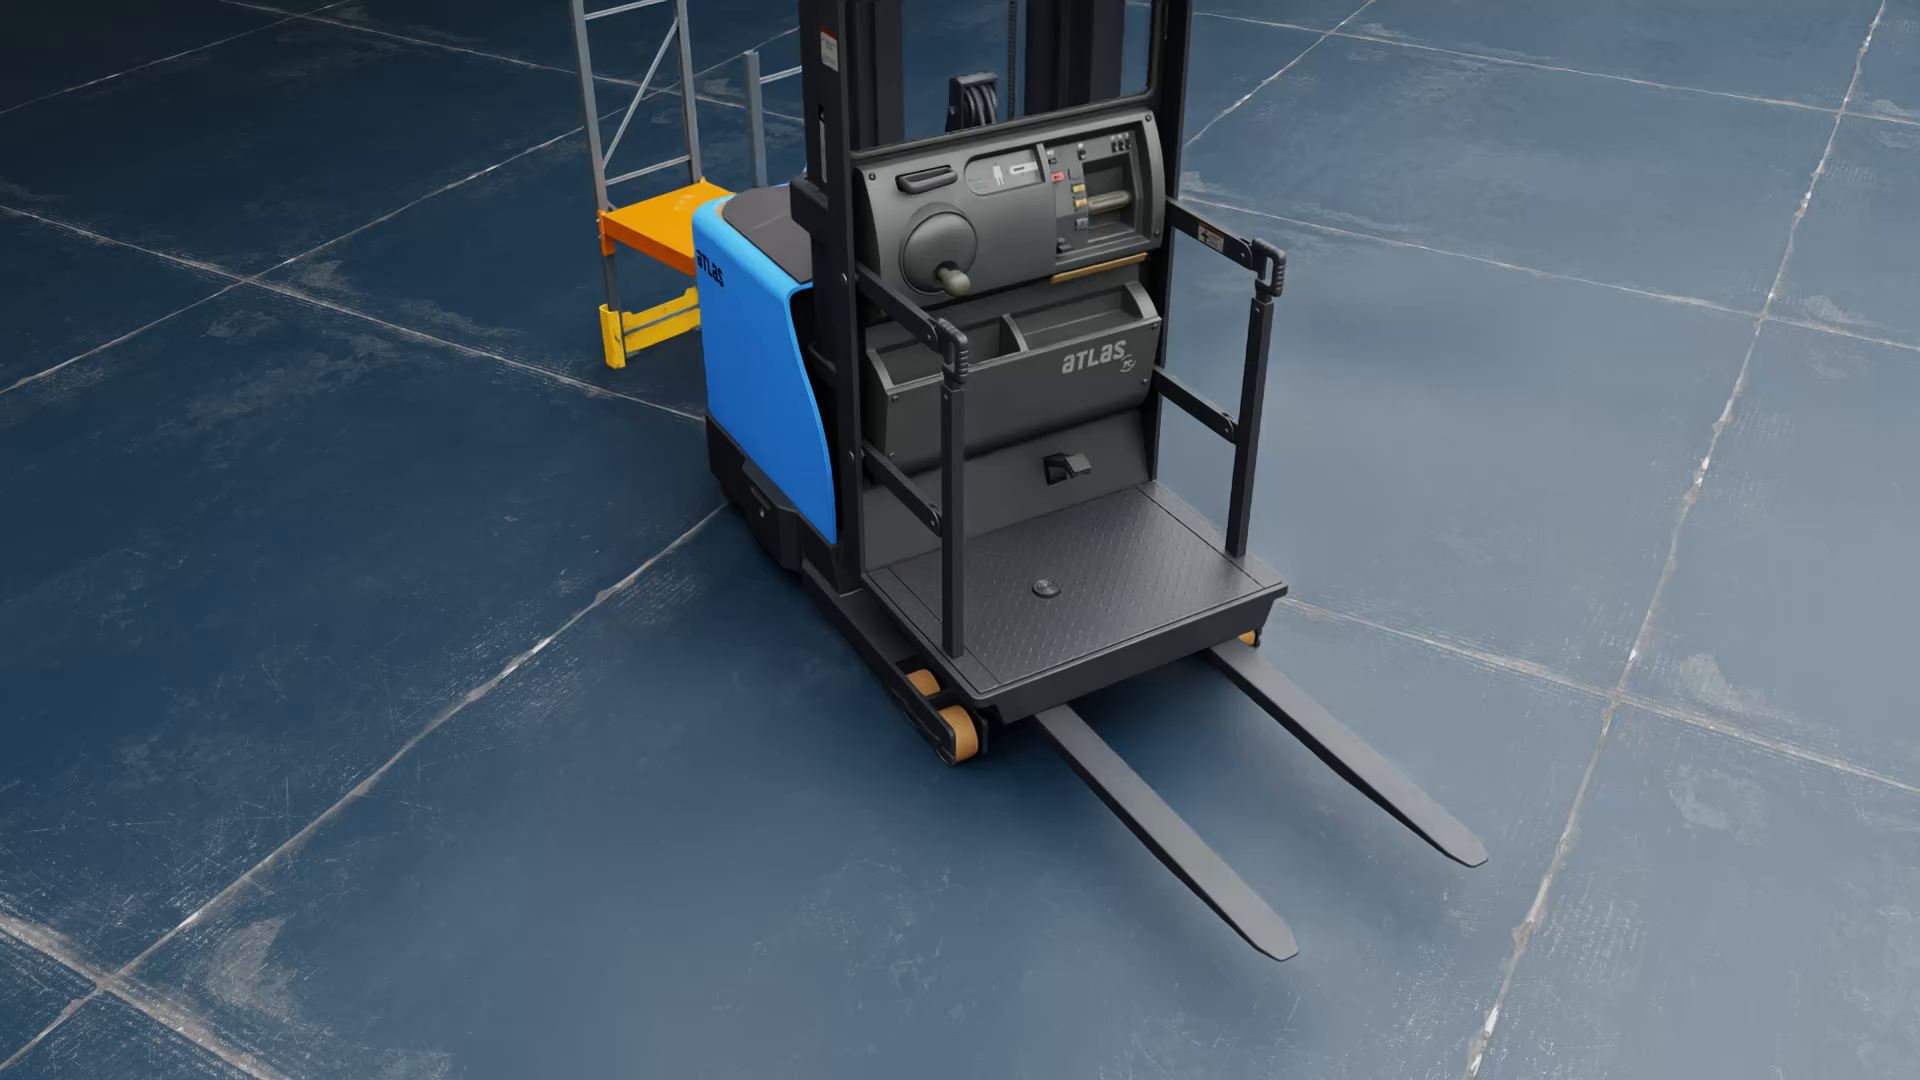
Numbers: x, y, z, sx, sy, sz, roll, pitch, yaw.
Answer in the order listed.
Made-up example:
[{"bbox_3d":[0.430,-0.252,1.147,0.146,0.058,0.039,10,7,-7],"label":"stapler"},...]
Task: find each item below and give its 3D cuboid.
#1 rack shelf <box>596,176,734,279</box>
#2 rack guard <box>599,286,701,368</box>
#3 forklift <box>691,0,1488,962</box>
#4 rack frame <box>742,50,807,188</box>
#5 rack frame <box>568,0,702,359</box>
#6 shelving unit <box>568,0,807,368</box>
[{"bbox_3d":[-0.882,-1.112,6.391,0.538,0.185,1.000,-29,43,-36],"label":"rack shelf"},{"bbox_3d":[-1.227,-0.934,6.927,0.587,0.250,0.087,-29,43,-36],"label":"rack guard"},{"bbox_3d":[0.273,-0.871,4.413,1.130,2.935,3.031,-18,38,-25],"label":"forklift"},{"bbox_3d":[-0.524,-1.062,5.991,0.500,1.500,0.032,-29,43,-36],"label":"rack frame"},{"bbox_3d":[-1.241,-1.462,6.592,0.500,1.500,0.032,-29,43,-36],"label":"rack frame"},{"bbox_3d":[-0.876,-1.258,6.286,0.587,1.500,1.083,-29,43,-36],"label":"shelving unit"}]
